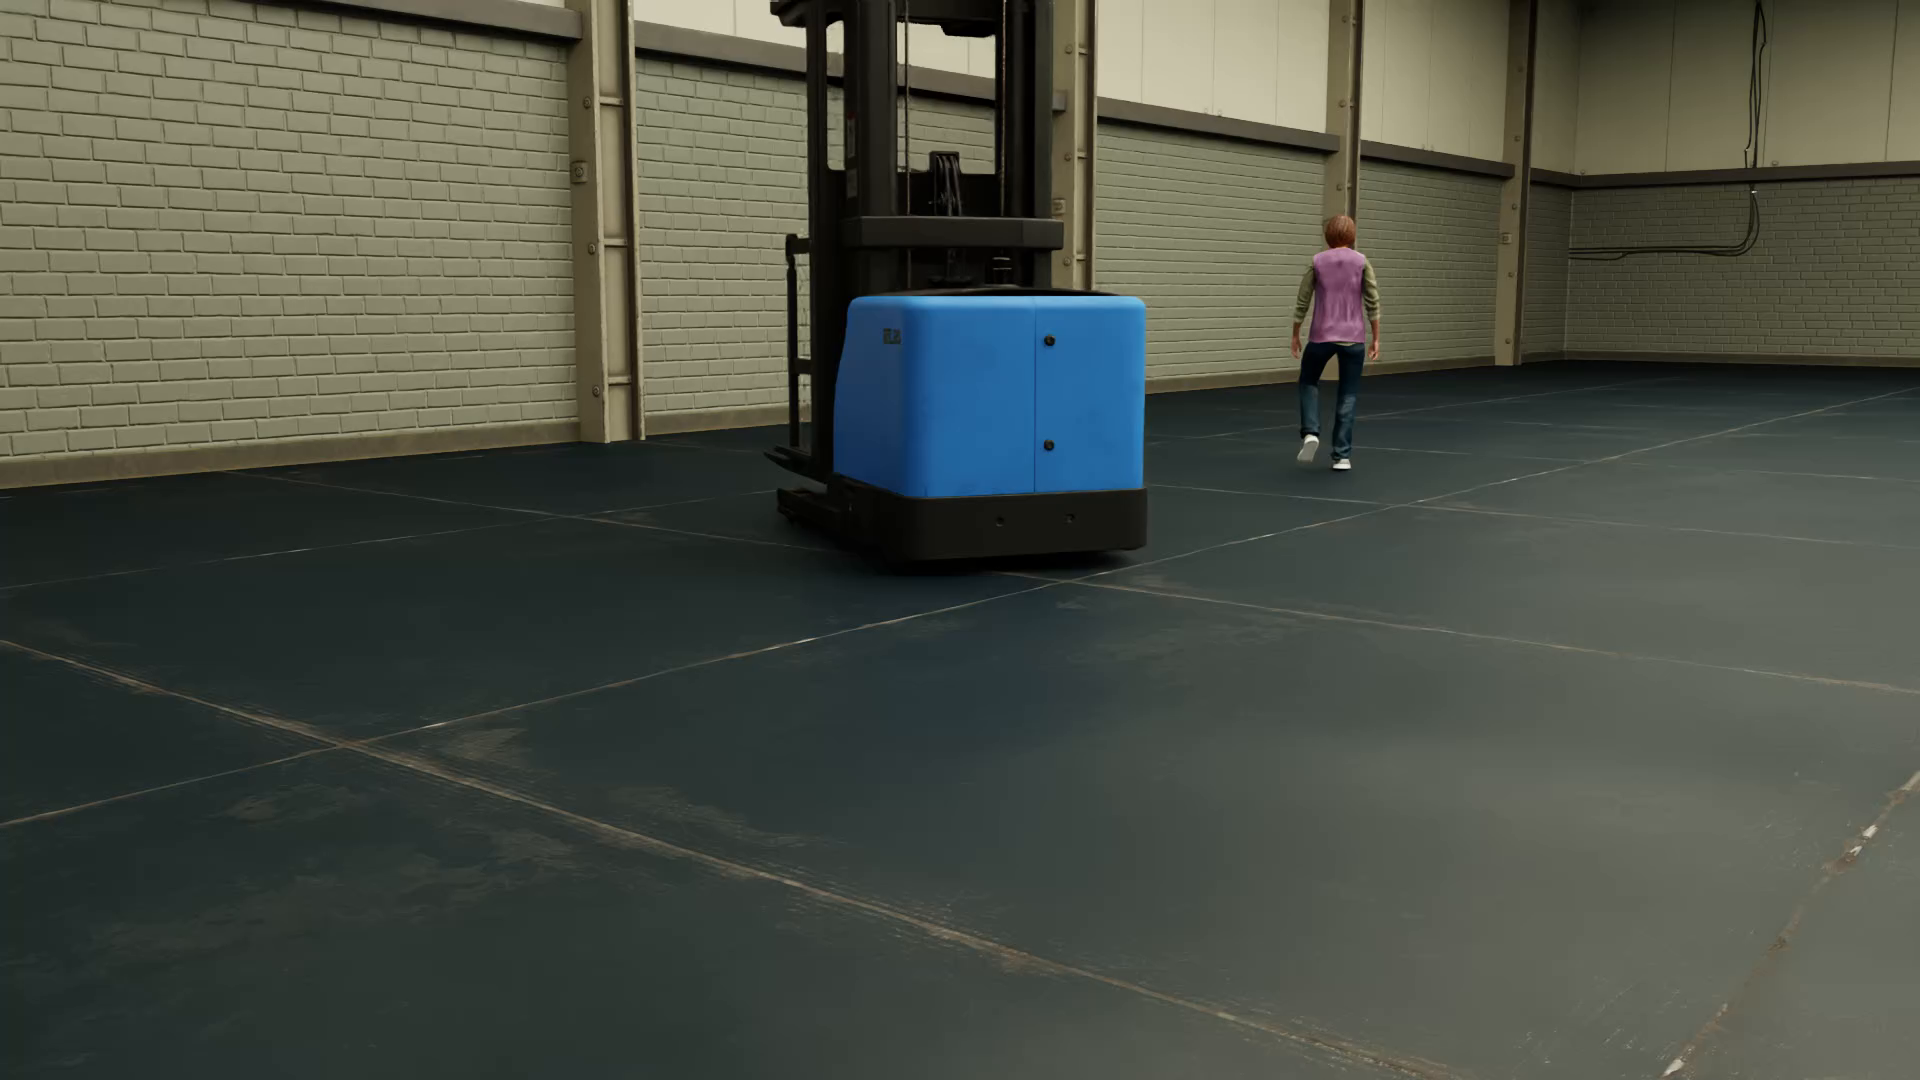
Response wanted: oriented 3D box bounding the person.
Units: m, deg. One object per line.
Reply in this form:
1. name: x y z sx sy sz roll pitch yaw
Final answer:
1. person: 2.350 -1.213 10.434 0.510 1.628 0.482 2 9 13

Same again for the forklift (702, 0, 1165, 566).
1. forklift: -0.336 -1.521 7.680 1.130 2.935 3.031 -5 10 -30
